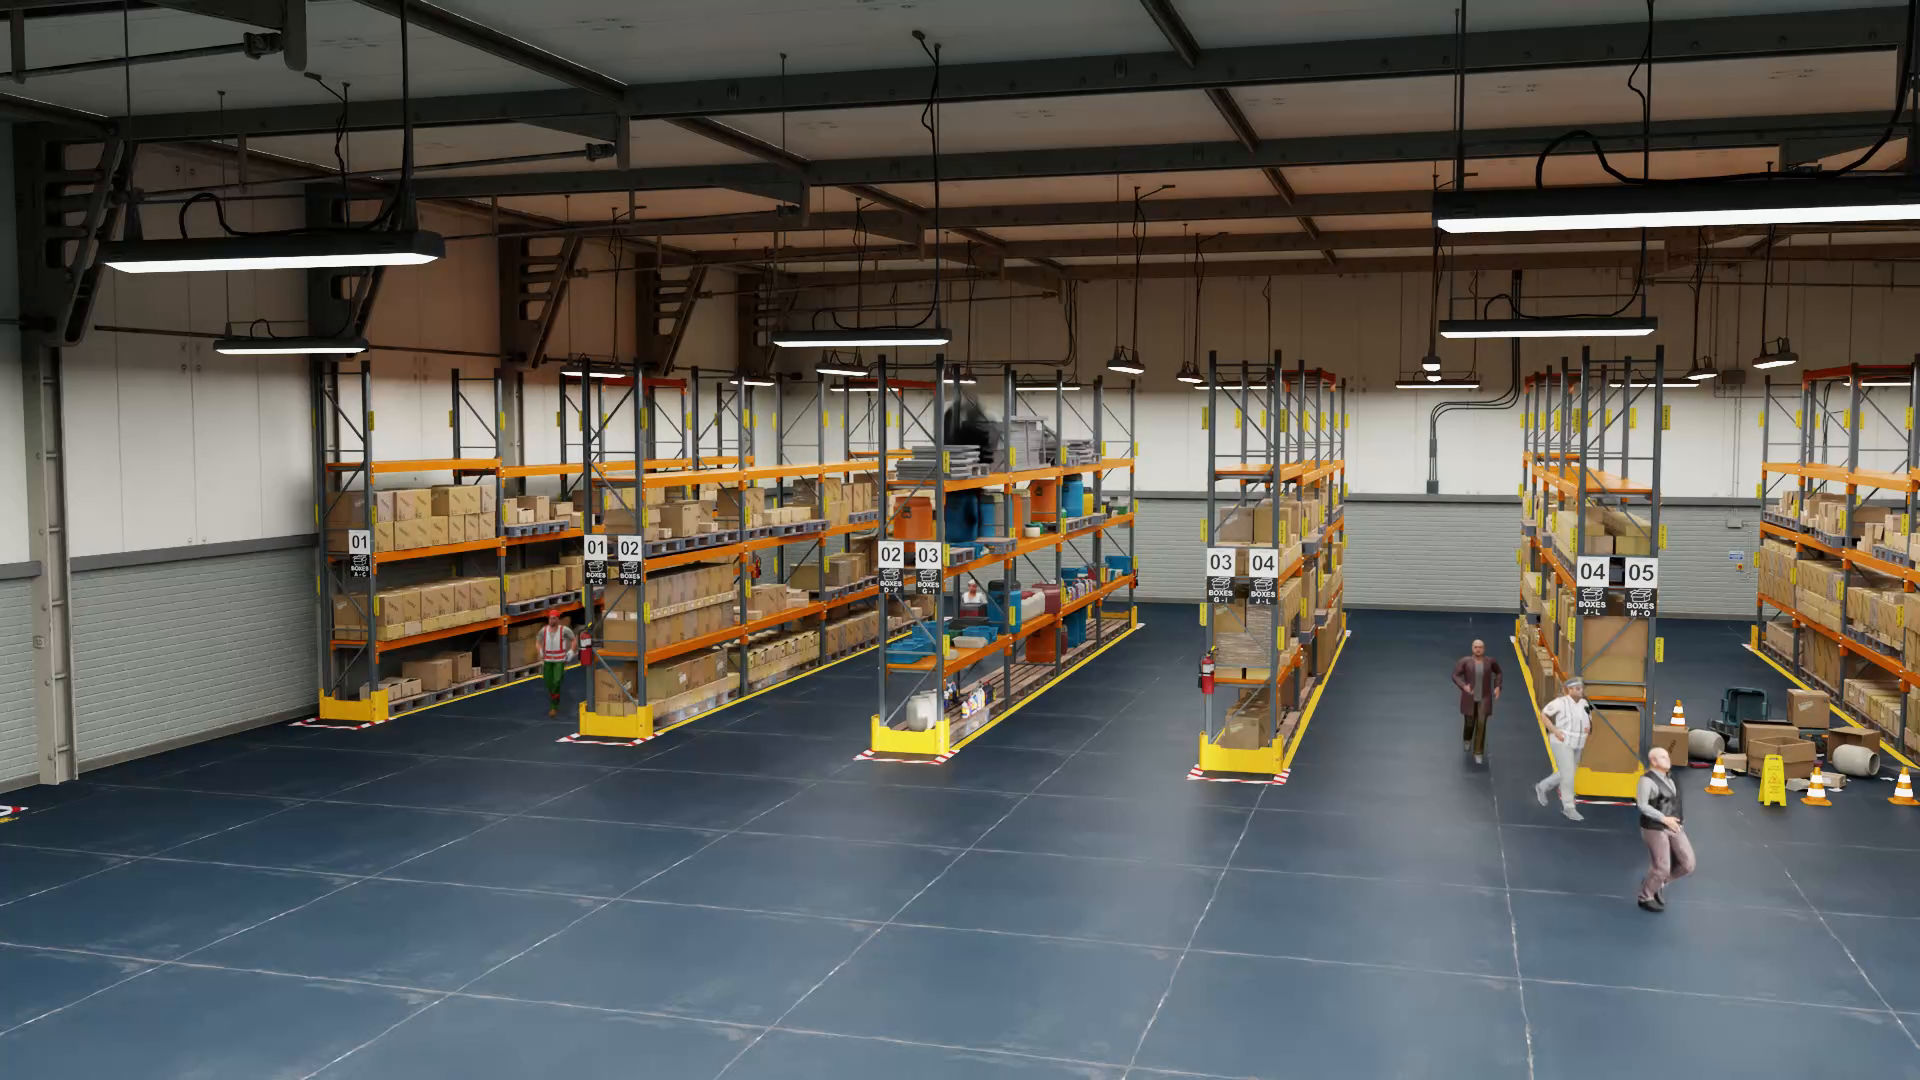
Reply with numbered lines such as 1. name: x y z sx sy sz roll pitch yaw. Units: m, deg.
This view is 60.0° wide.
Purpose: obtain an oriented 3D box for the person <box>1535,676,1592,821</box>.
1. person: 7.807 2.621 21.272 0.677 1.784 0.850 -2 5 -25

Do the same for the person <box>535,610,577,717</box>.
1. person: -6.920 2.082 28.457 0.686 1.792 0.839 0 4 2

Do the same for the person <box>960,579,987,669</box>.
1. person: 0.254 1.677 33.619 0.659 1.773 1.003 1 4 11

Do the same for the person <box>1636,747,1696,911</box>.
1. person: 7.185 2.951 16.949 0.672 1.680 0.552 -3 5 -32

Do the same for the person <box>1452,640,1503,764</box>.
1. person: 7.653 2.363 24.607 0.736 1.789 0.841 1 4 13
